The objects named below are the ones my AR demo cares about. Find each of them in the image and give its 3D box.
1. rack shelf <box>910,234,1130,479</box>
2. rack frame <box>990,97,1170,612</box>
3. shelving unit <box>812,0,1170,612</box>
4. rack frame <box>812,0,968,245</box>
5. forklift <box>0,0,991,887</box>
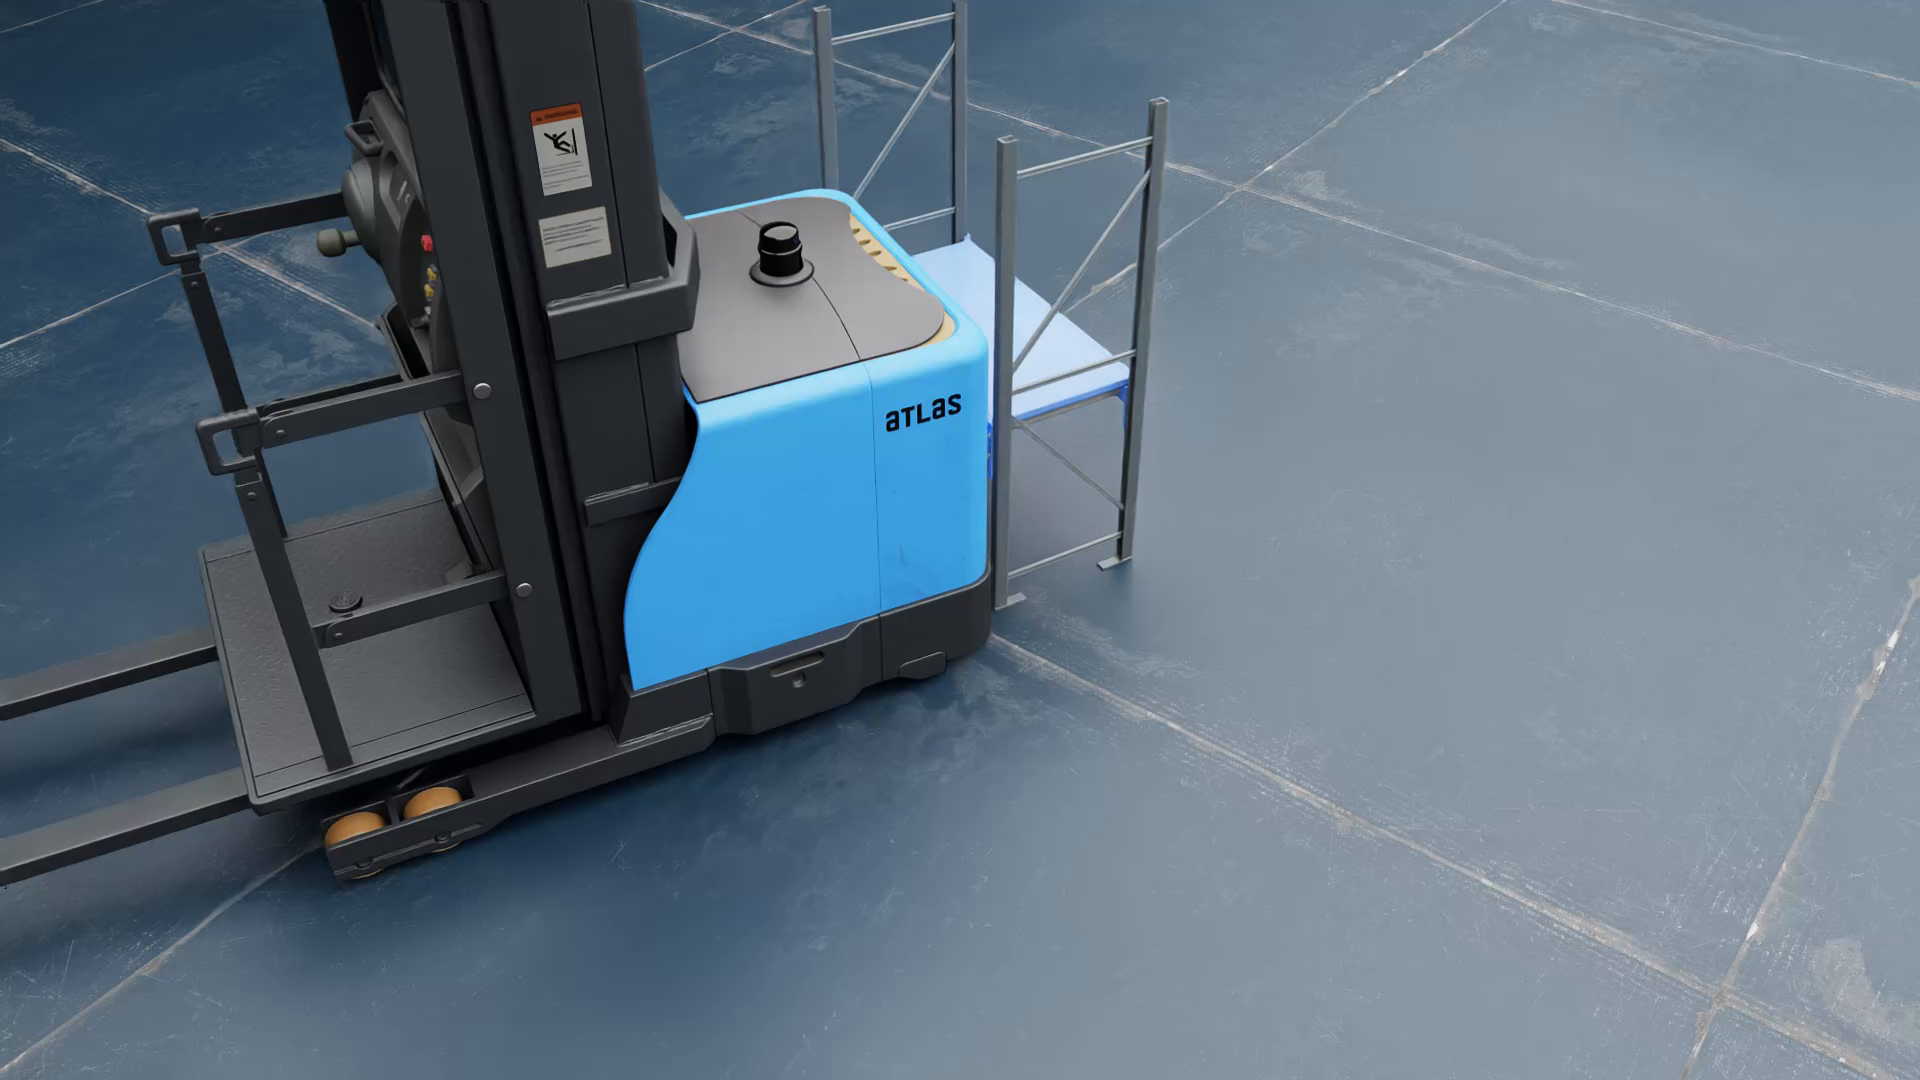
[{"bbox_3d":[0.056,-0.590,5.079,0.538,0.185,1.000,-20,42,-23],"label":"rack shelf"},{"bbox_3d":[0.313,-0.461,4.623,0.500,1.500,0.032,-20,42,-23],"label":"rack frame"},{"bbox_3d":[0.056,-0.732,4.968,0.538,1.500,1.048,-20,42,-23],"label":"shelving unit"},{"bbox_3d":[-0.200,-1.002,5.313,0.500,1.500,0.032,-20,42,-23],"label":"rack frame"},{"bbox_3d":[-1.467,-0.681,3.742,3.031,2.935,1.130,-17,41,-20],"label":"forklift"}]
